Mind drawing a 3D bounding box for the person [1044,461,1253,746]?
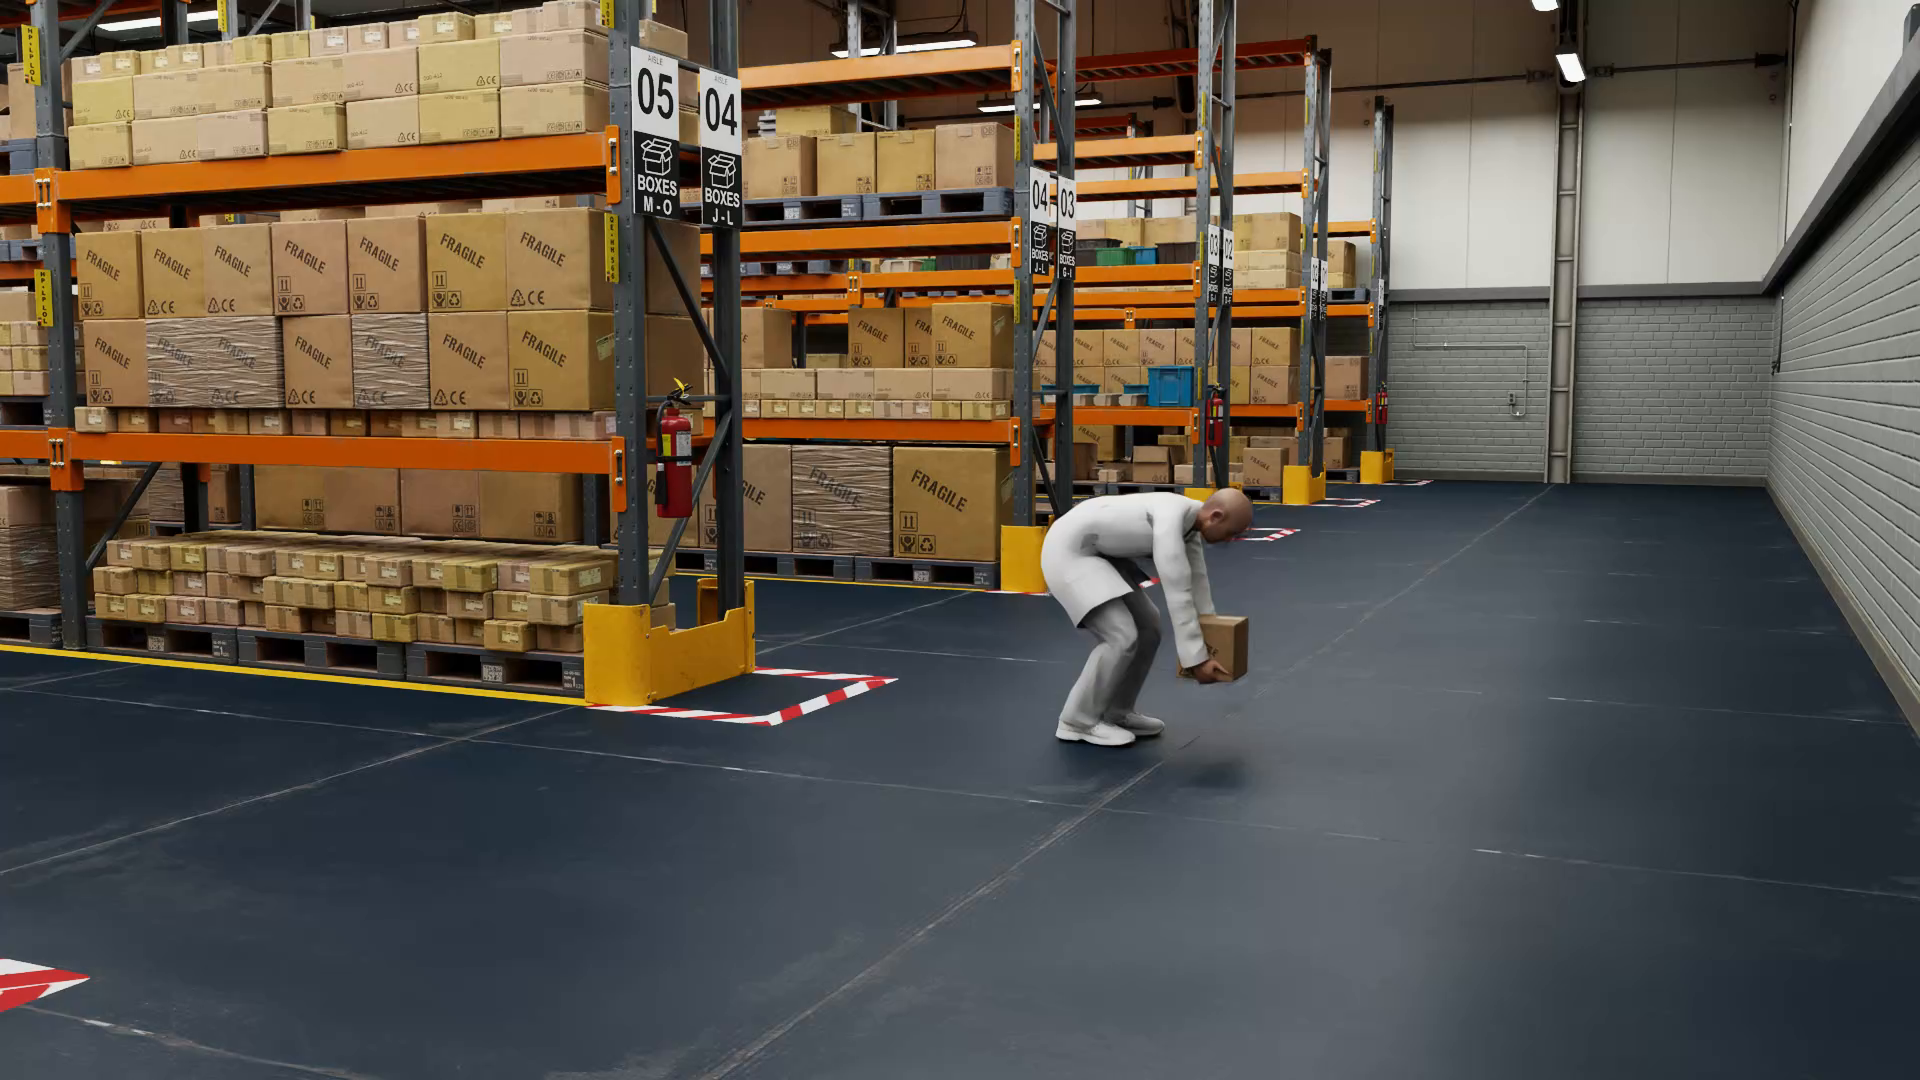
[{"bbox_3d":[0.827,0.272,7.363,0.915,1.258,0.565,2,6,21],"label":"person"}]
